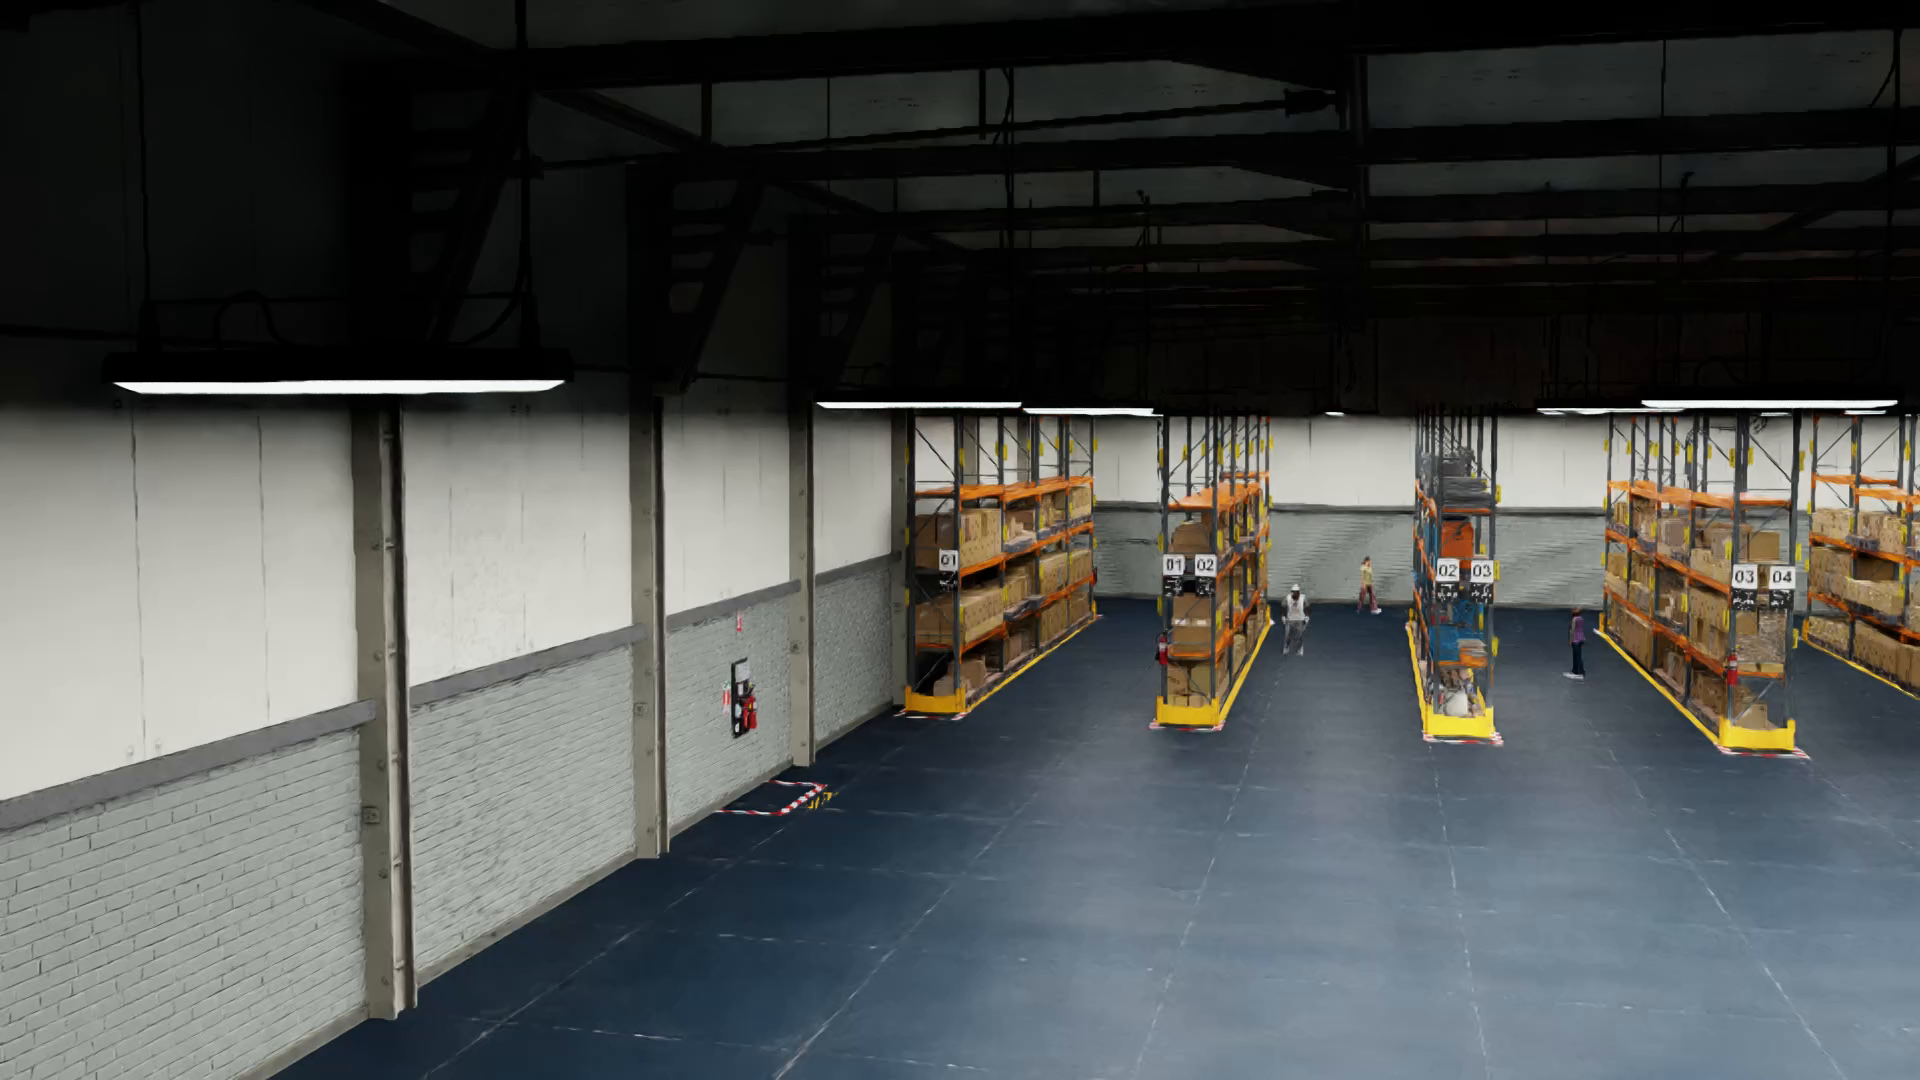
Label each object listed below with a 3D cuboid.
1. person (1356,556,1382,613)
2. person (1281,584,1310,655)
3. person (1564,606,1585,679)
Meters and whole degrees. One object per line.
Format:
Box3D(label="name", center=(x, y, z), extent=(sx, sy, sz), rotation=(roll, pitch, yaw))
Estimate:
Box3D(label="person", center=(12.042, 1.309, 49.060), extent=(0.691, 1.660, 0.567), rotation=(-3, 5, -37))
Box3D(label="person", center=(8.122, 1.931, 40.305), extent=(0.702, 1.735, 0.549), rotation=(1, 4, 12))
Box3D(label="person", center=(13.568, 2.245, 36.665), extent=(0.527, 1.590, 0.529), rotation=(4, 6, 41))
